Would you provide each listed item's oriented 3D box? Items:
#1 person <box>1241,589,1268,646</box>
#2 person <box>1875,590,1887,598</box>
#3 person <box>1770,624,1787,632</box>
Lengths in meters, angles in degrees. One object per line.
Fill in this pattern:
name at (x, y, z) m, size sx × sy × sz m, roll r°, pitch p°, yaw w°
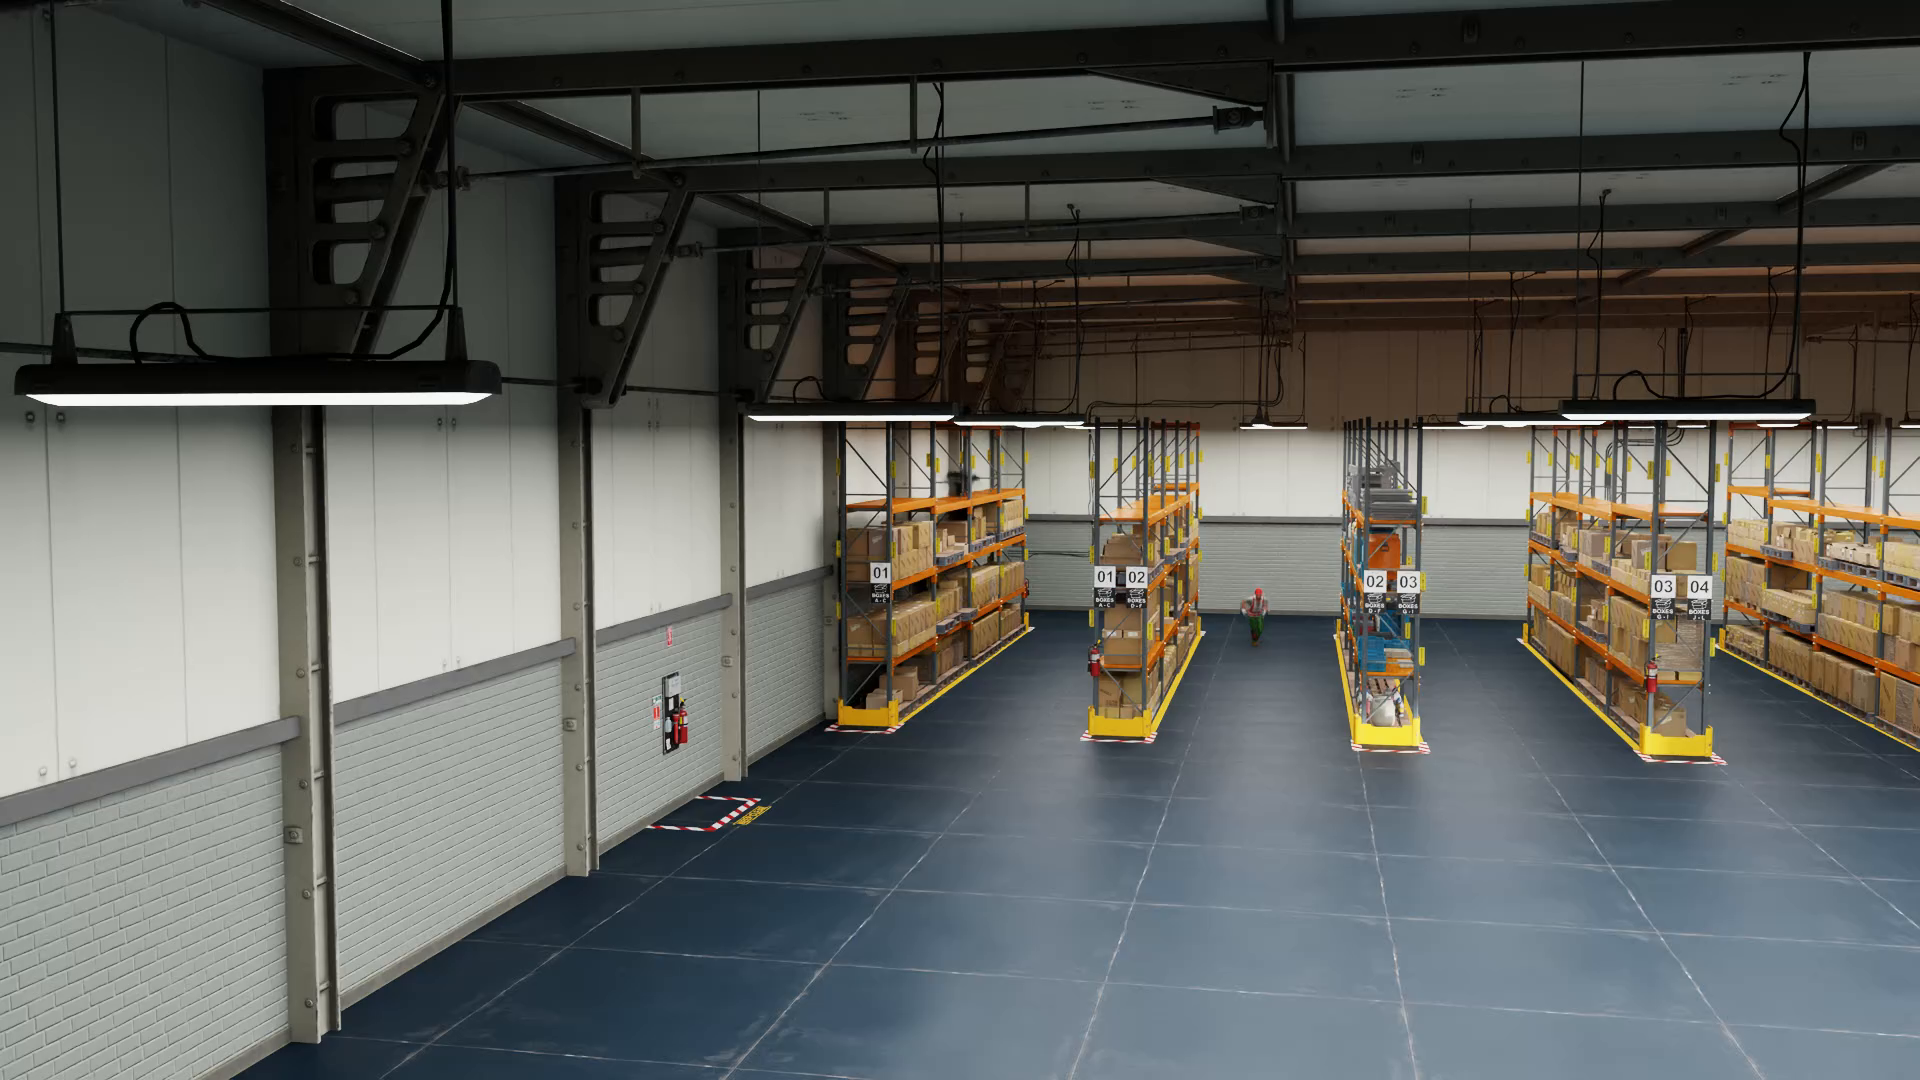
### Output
person at (7.859, 2.061, 44.323) m, size 0.692 × 1.585 × 0.848 m, roll 0°, pitch 4°, yaw -2°
person at (24.646, 2.006, 44.458) m, size 0.897 × 1.631 × 0.610 m, roll 1°, pitch 4°, yaw 10°
person at (21.967, 1.987, 44.586) m, size 0.670 × 1.772 × 0.714 m, roll 2°, pitch 4°, yaw 32°
